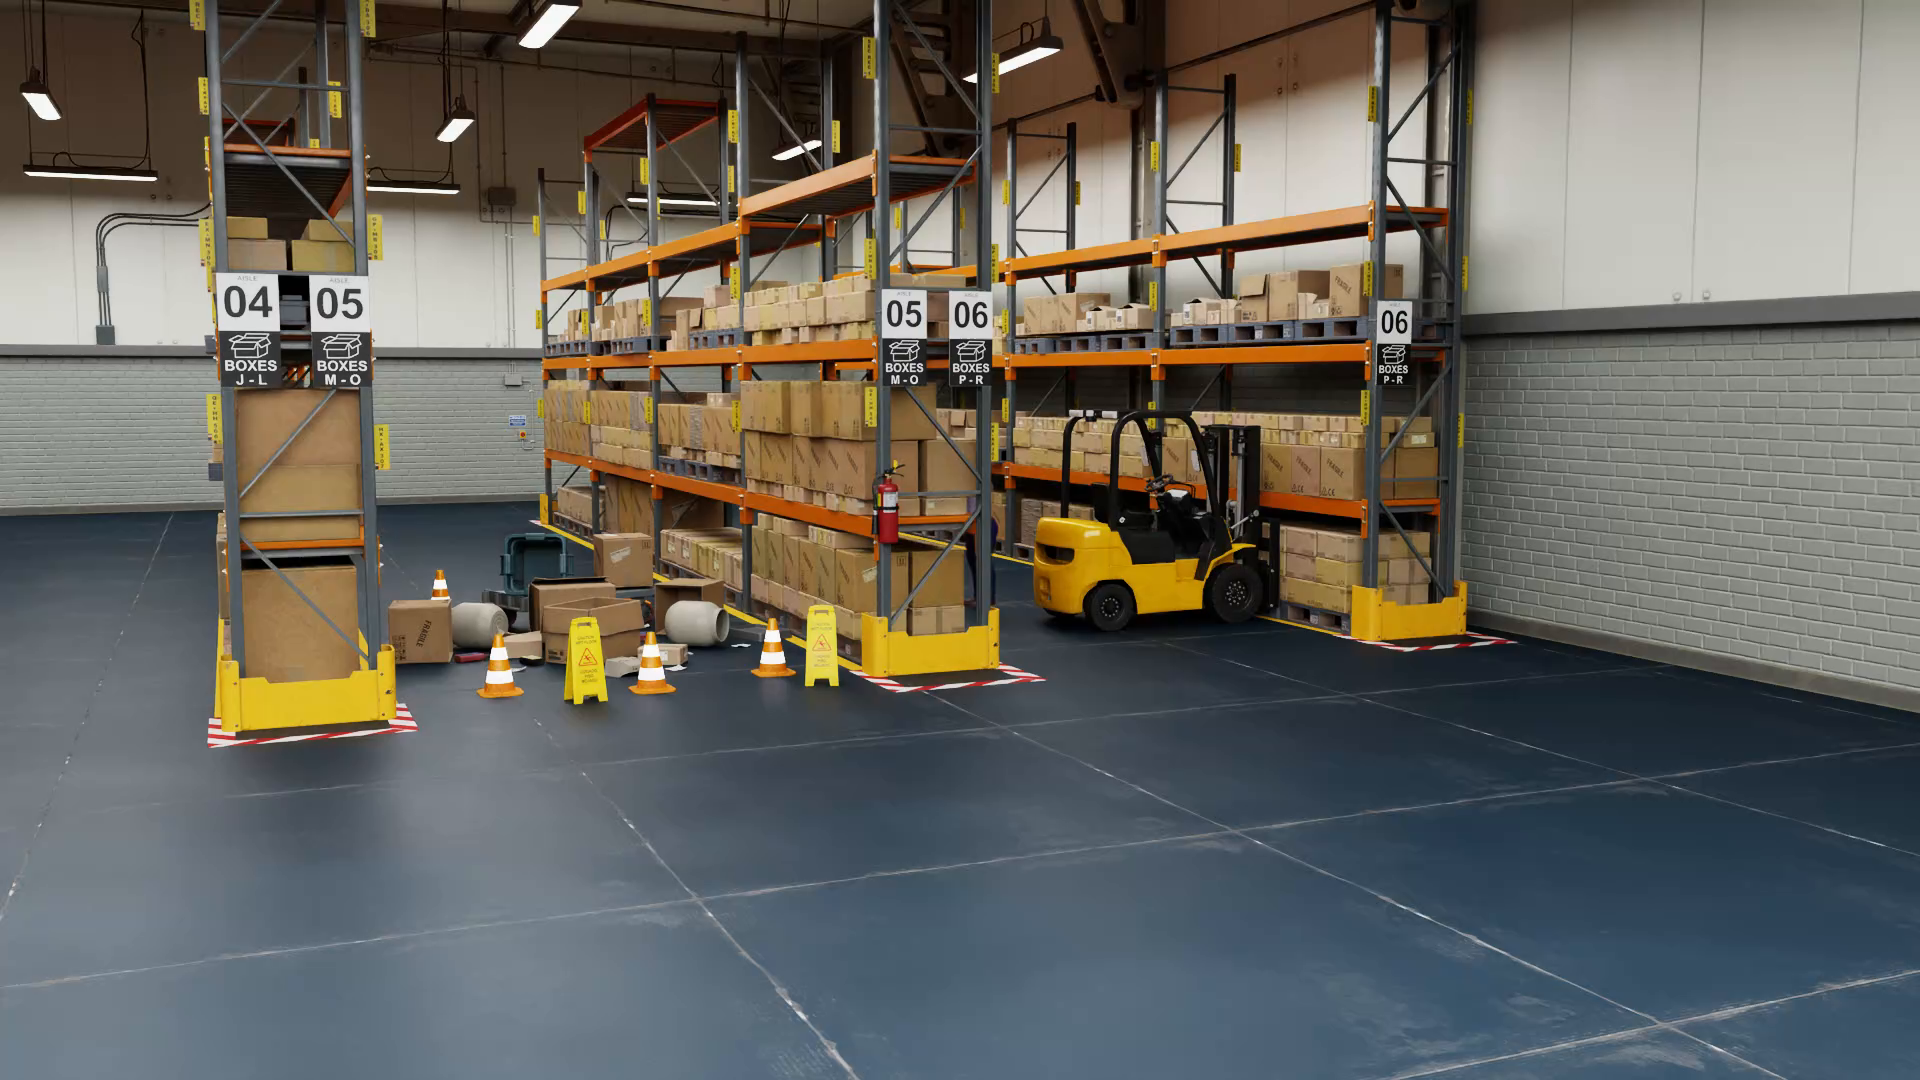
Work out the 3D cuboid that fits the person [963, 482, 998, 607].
[{"bbox_3d":[0.207,-0.105,18.031,0.364,1.655,0.501,-2,6,-22],"label":"person"}]
